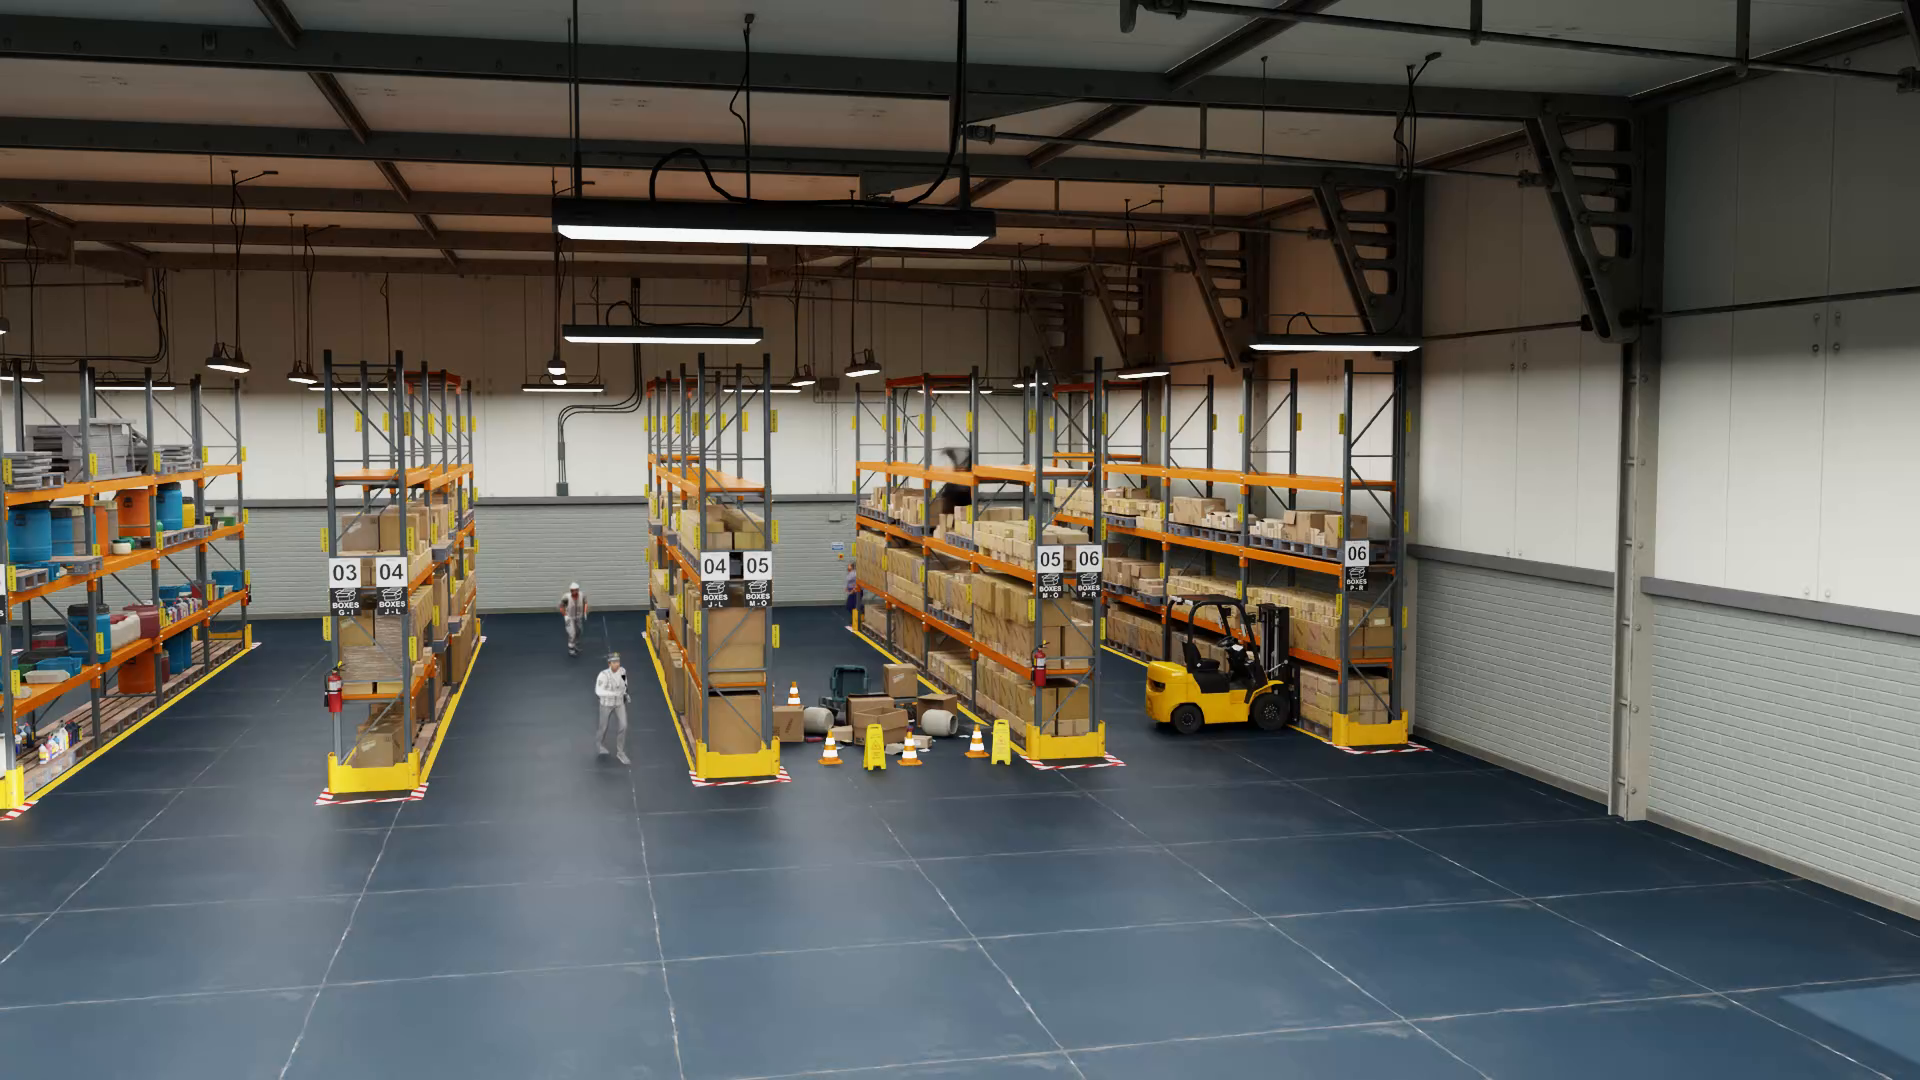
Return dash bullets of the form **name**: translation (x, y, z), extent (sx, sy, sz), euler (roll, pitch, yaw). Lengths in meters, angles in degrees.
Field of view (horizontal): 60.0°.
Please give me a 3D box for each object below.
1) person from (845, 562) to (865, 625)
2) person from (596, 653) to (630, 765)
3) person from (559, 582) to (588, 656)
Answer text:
- **person**: translation (-2.577, 1.325, 41.677), extent (0.588, 1.582, 0.607), euler (-2, 4, -22)
- **person**: translation (-5.170, 2.466, 24.699), extent (0.599, 1.663, 0.942), euler (-2, 5, -31)
- **person**: translation (-8.333, 1.696, 35.854), extent (0.688, 1.637, 0.925), euler (-3, 5, -39)
